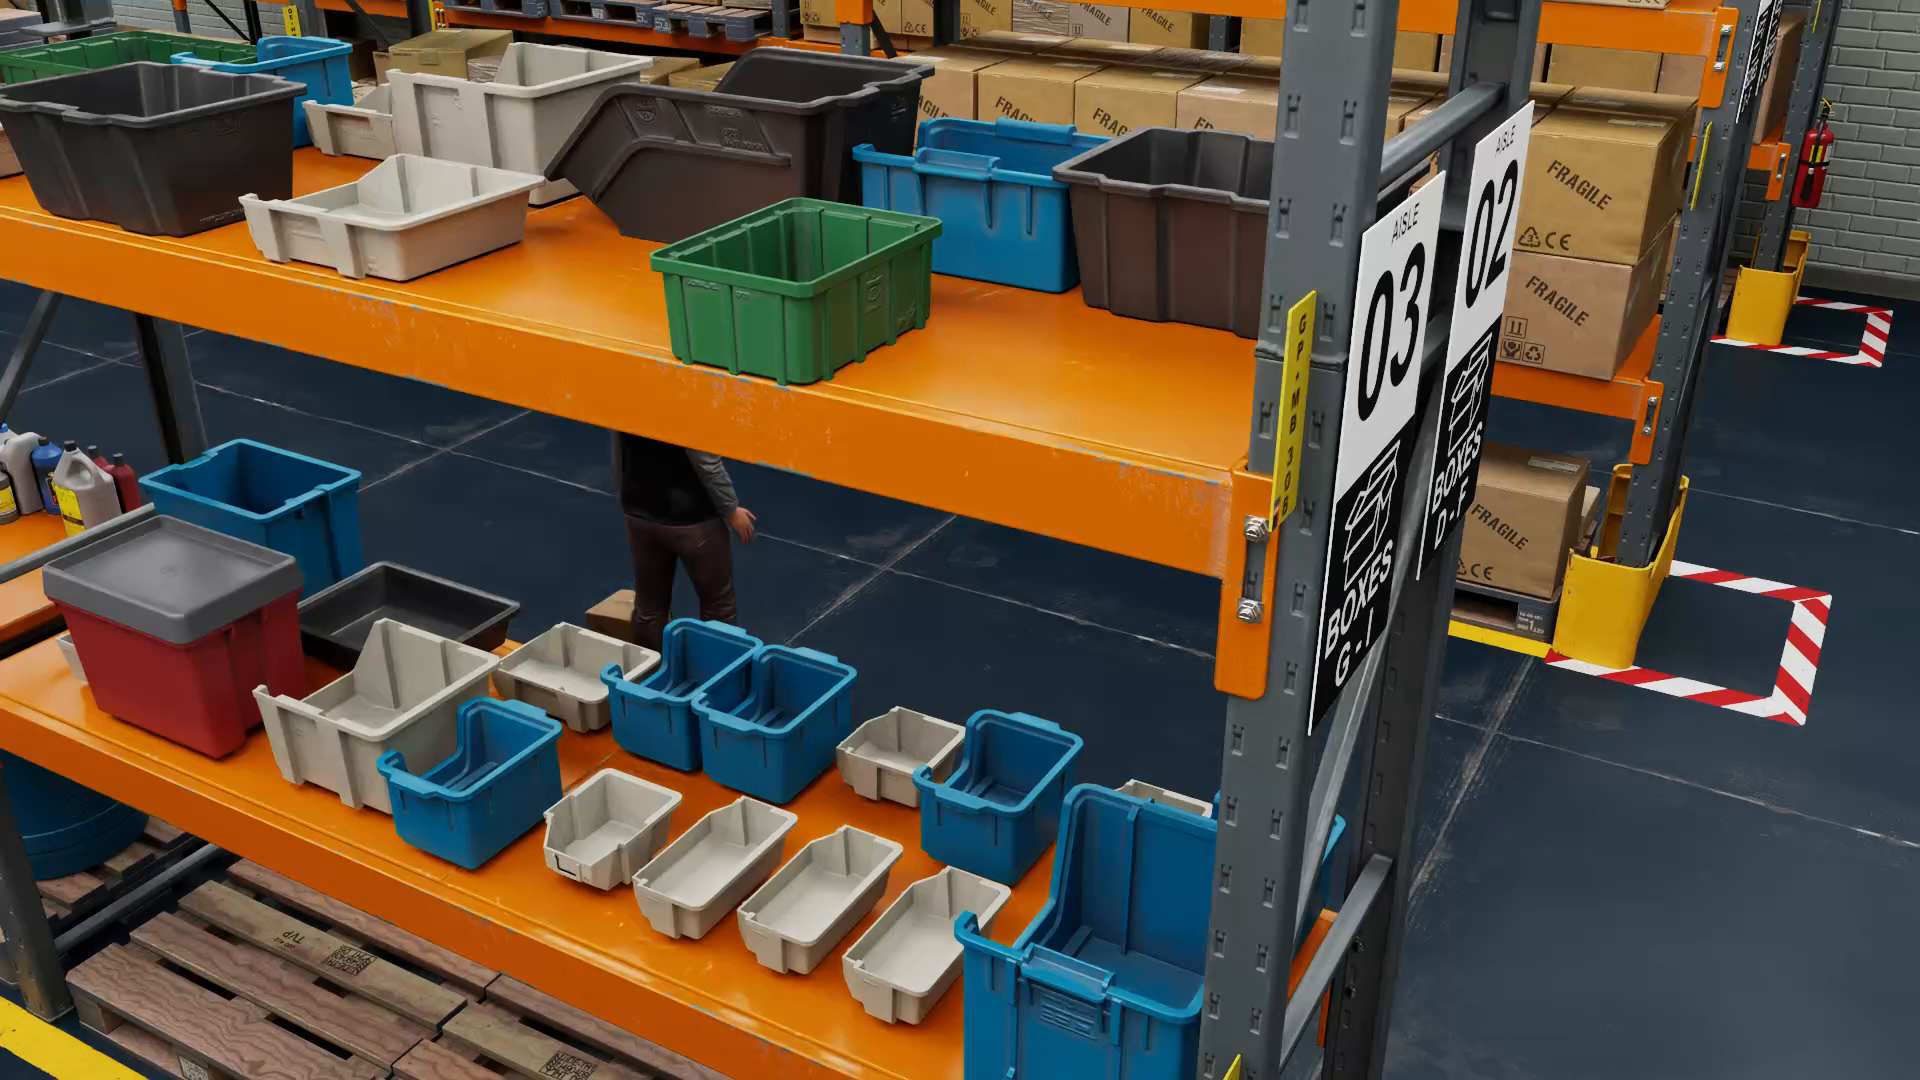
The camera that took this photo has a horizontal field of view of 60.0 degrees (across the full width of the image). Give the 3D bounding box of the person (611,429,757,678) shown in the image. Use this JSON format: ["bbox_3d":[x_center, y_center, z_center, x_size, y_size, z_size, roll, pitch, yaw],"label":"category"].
[{"bbox_3d":[-1.120,-0.124,6.841,0.600,1.724,0.550,14,30,27],"label":"person"}]
